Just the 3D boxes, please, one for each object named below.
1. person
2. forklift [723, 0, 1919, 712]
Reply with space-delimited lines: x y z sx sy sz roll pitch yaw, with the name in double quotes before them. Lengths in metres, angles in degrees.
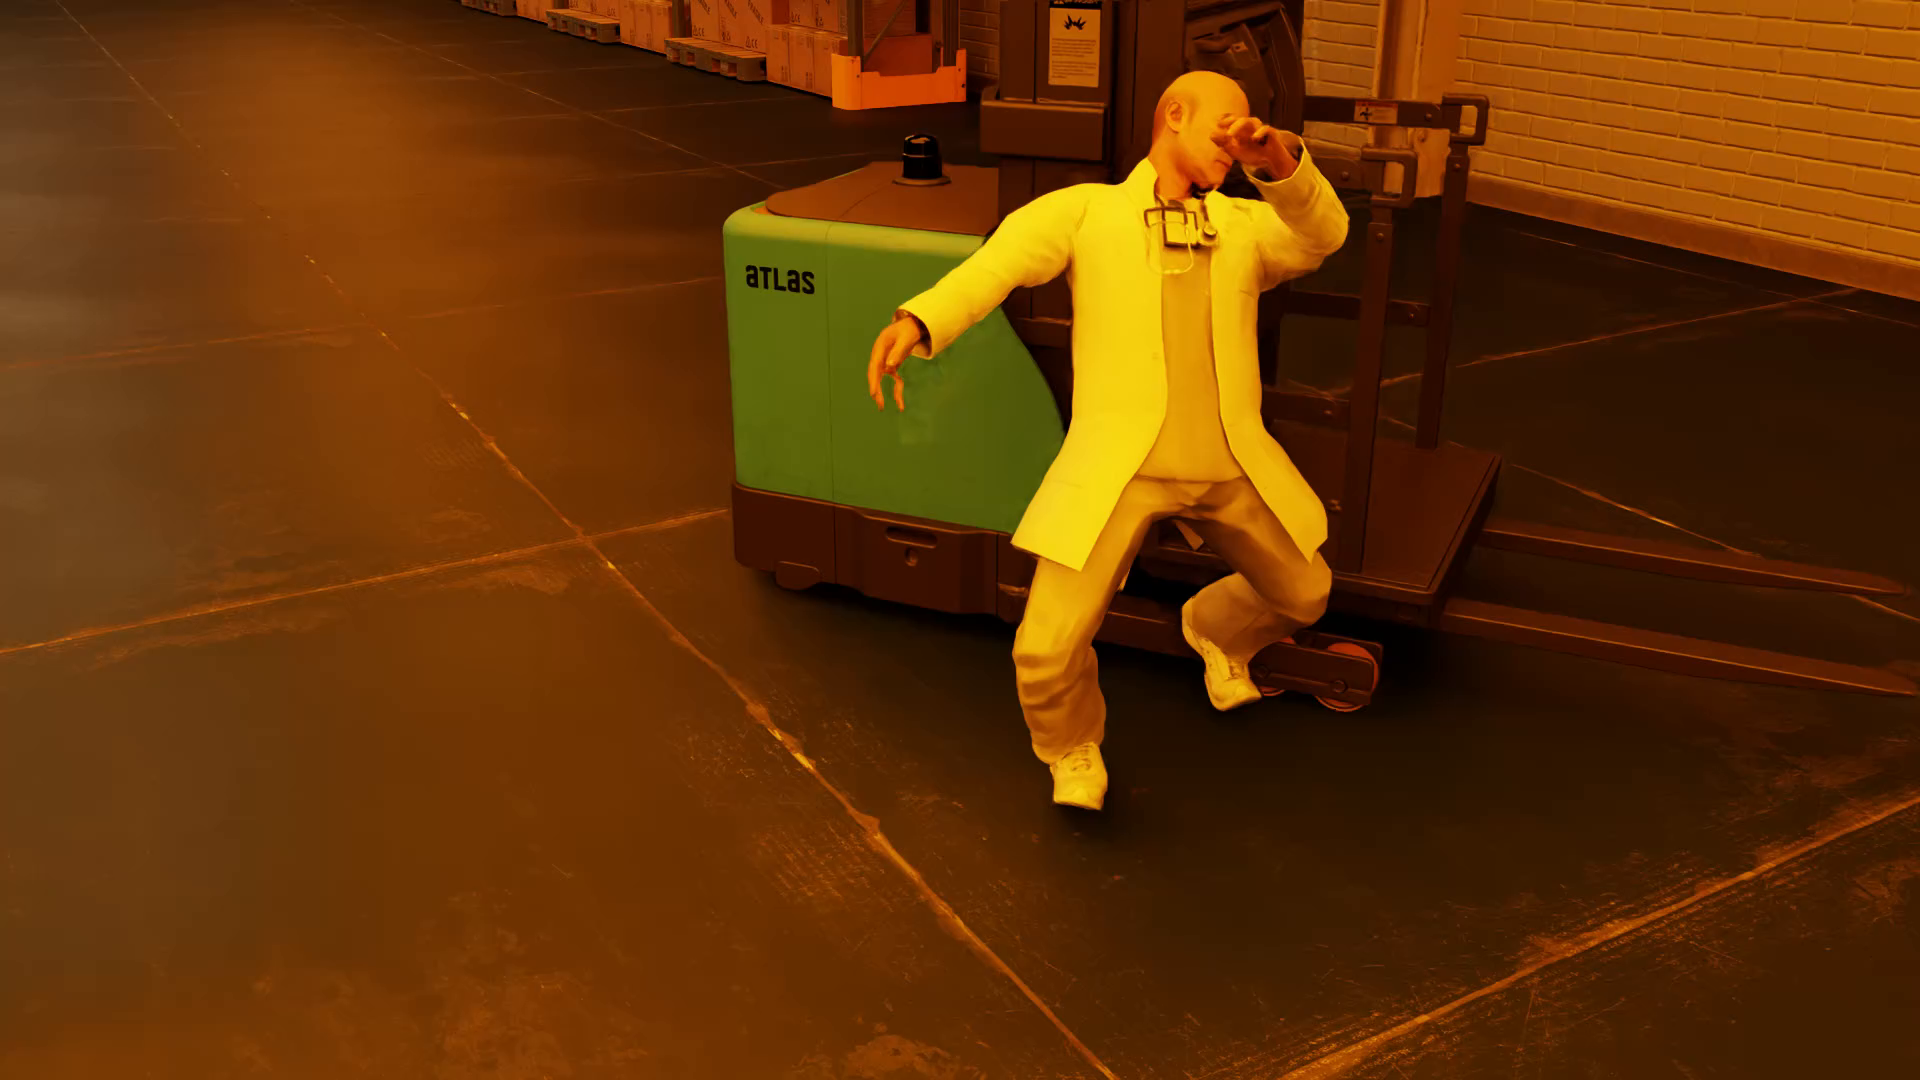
"person" 0.294 -0.164 3.488 1.070 1.504 0.811 -7 23 -18
"forklift" 0.906 -1.162 4.106 3.031 2.935 1.130 10 24 23
